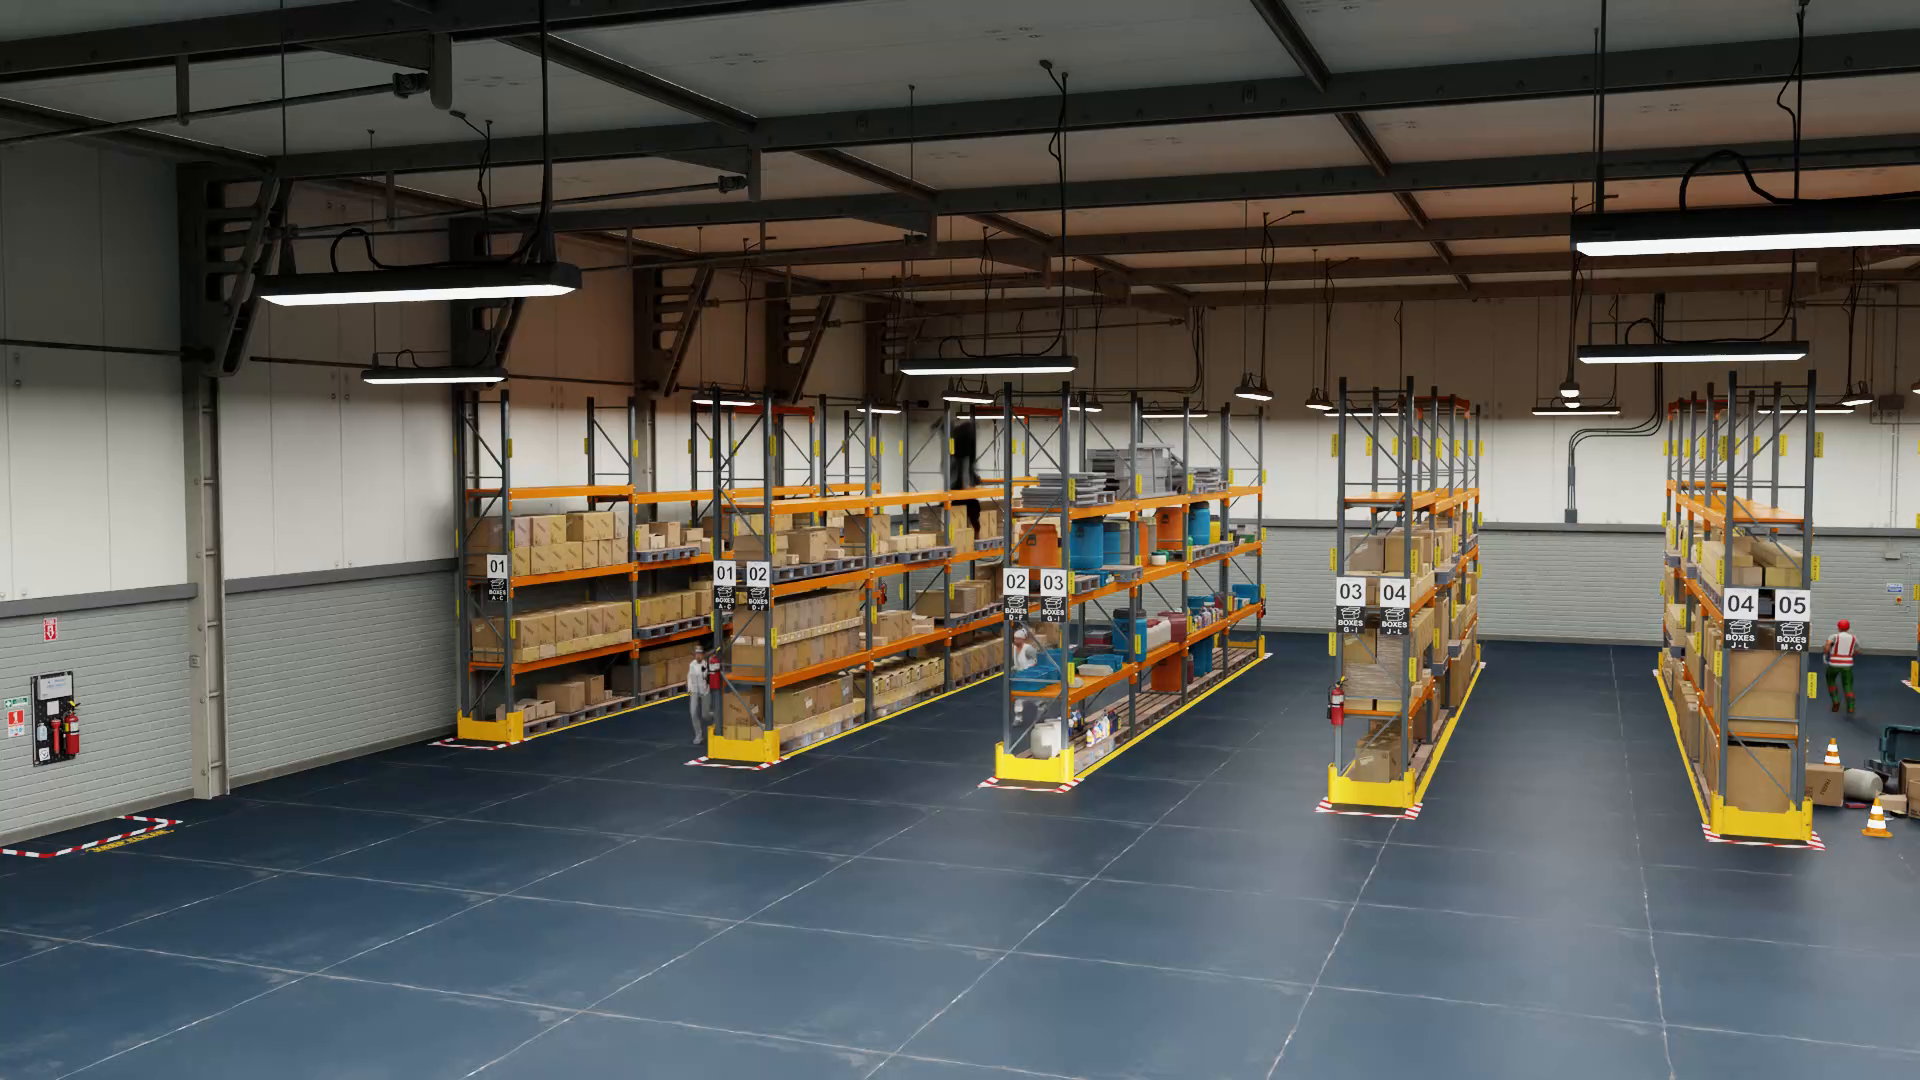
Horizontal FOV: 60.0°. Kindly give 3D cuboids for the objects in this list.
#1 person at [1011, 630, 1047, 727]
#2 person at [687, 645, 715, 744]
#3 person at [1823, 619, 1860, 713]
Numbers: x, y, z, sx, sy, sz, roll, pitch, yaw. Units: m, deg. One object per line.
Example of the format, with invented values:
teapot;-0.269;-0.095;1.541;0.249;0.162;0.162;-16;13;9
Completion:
person;1.273;2.481;30.101;0.643;1.755;0.953;3;4;42
person;-4.407;2.615;28.470;0.603;1.668;0.762;1;3;15
person;16.563;2.382;31.289;0.671;1.782;0.884;1;3;15
